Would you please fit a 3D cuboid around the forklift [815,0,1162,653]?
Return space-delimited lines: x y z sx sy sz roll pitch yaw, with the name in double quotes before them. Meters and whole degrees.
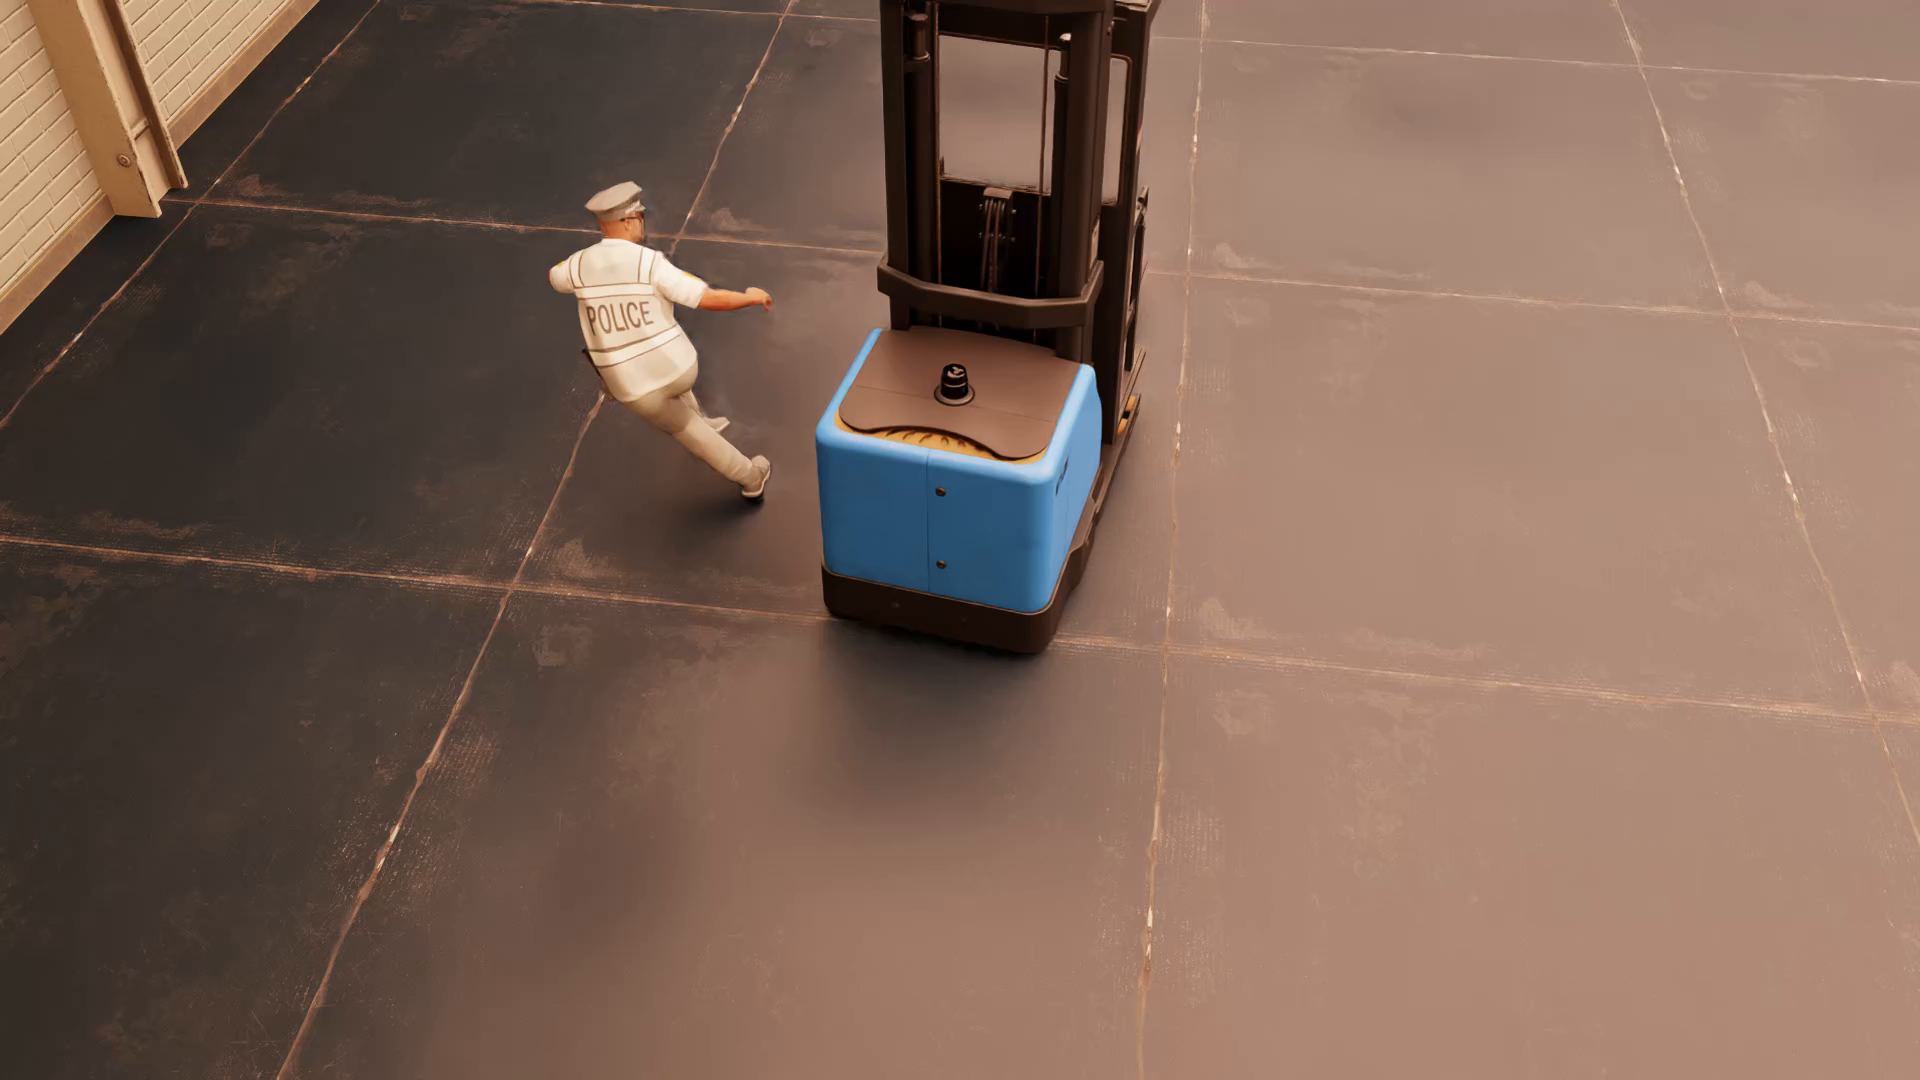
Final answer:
"forklift" 0.293 -1.597 7.463 1.130 2.935 3.031 11 44 12

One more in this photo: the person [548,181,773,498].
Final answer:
"person" -1.367 -0.955 7.809 0.999 1.515 0.936 -10 43 -11
